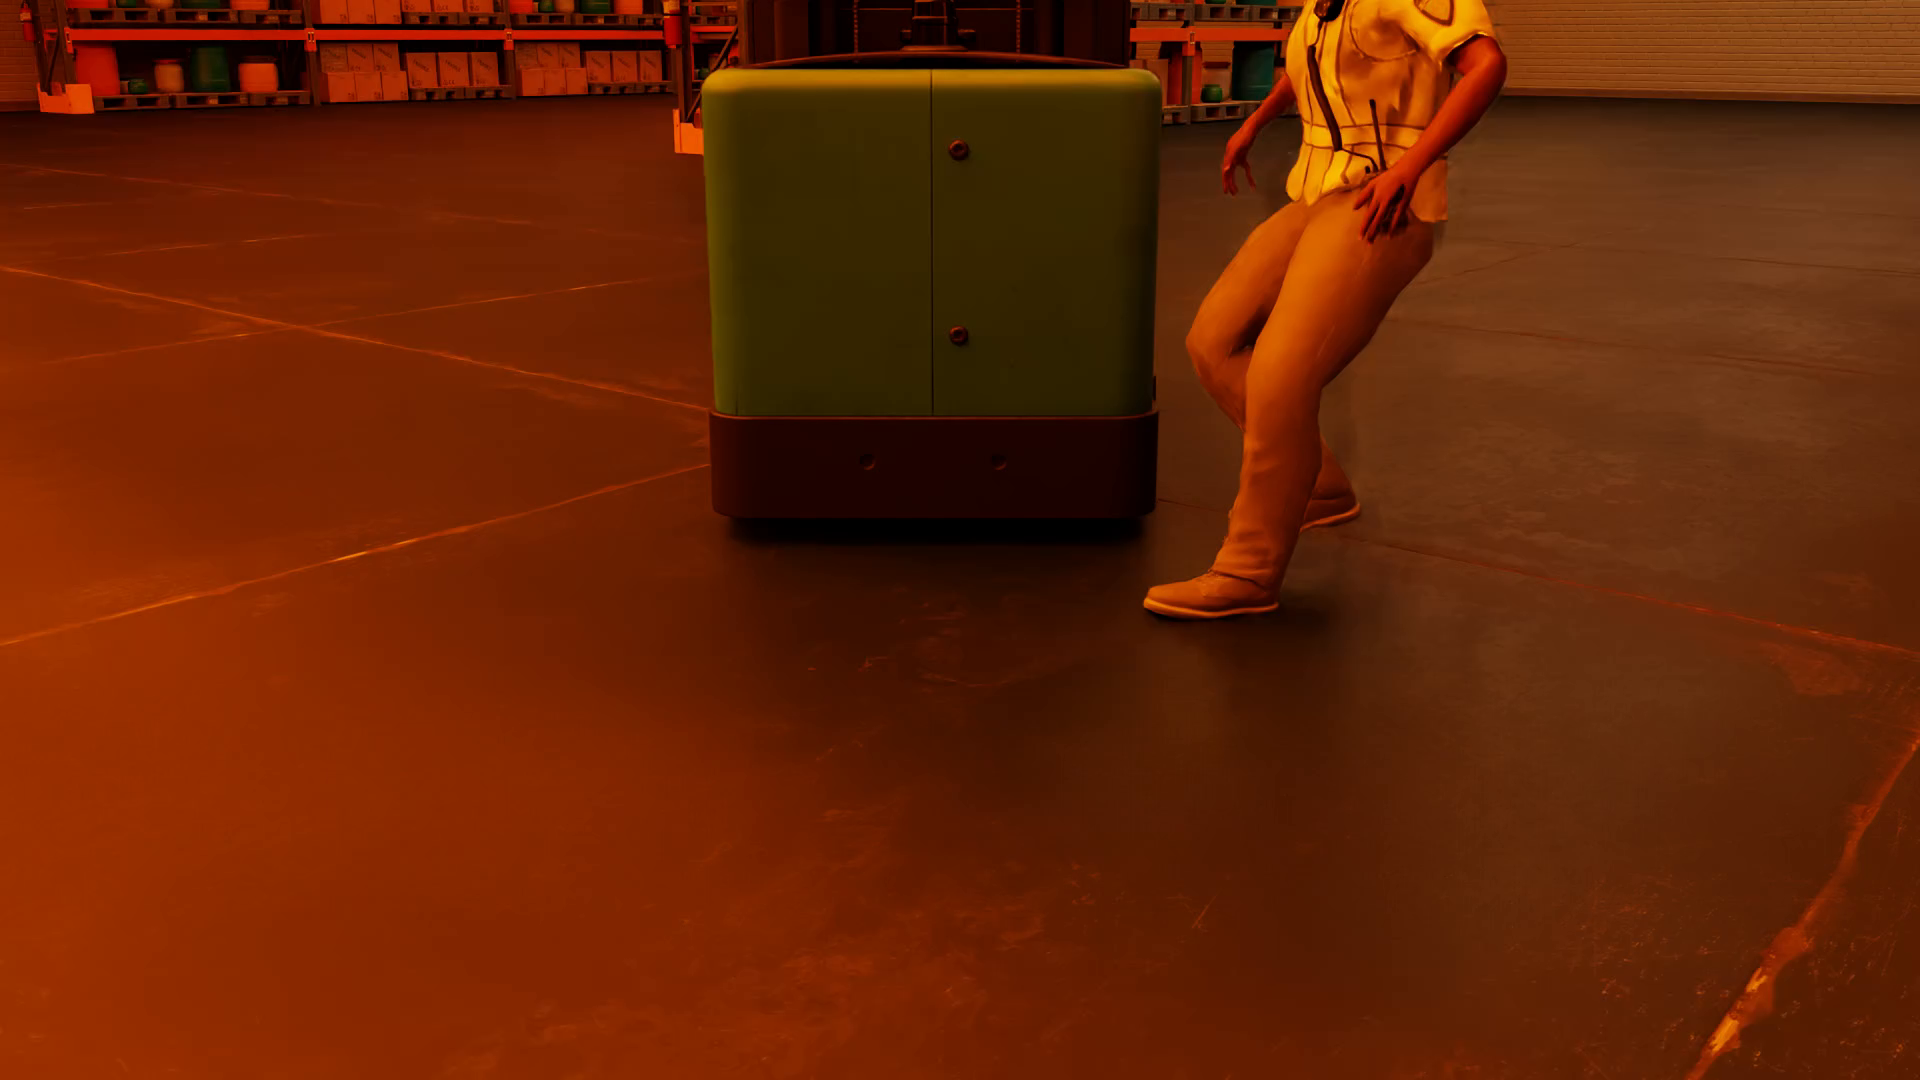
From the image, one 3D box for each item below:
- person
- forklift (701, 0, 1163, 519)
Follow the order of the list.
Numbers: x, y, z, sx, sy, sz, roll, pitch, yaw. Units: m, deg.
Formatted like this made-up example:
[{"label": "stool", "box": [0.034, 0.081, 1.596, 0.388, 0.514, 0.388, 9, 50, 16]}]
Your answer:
[{"label": "person", "box": [0.680, -0.673, 3.427, 0.639, 1.609, 0.883, -1, 17, -5]}, {"label": "forklift", "box": [-0.061, -1.822, 4.897, 1.130, 2.935, 3.031, 0, 17, 0]}]
